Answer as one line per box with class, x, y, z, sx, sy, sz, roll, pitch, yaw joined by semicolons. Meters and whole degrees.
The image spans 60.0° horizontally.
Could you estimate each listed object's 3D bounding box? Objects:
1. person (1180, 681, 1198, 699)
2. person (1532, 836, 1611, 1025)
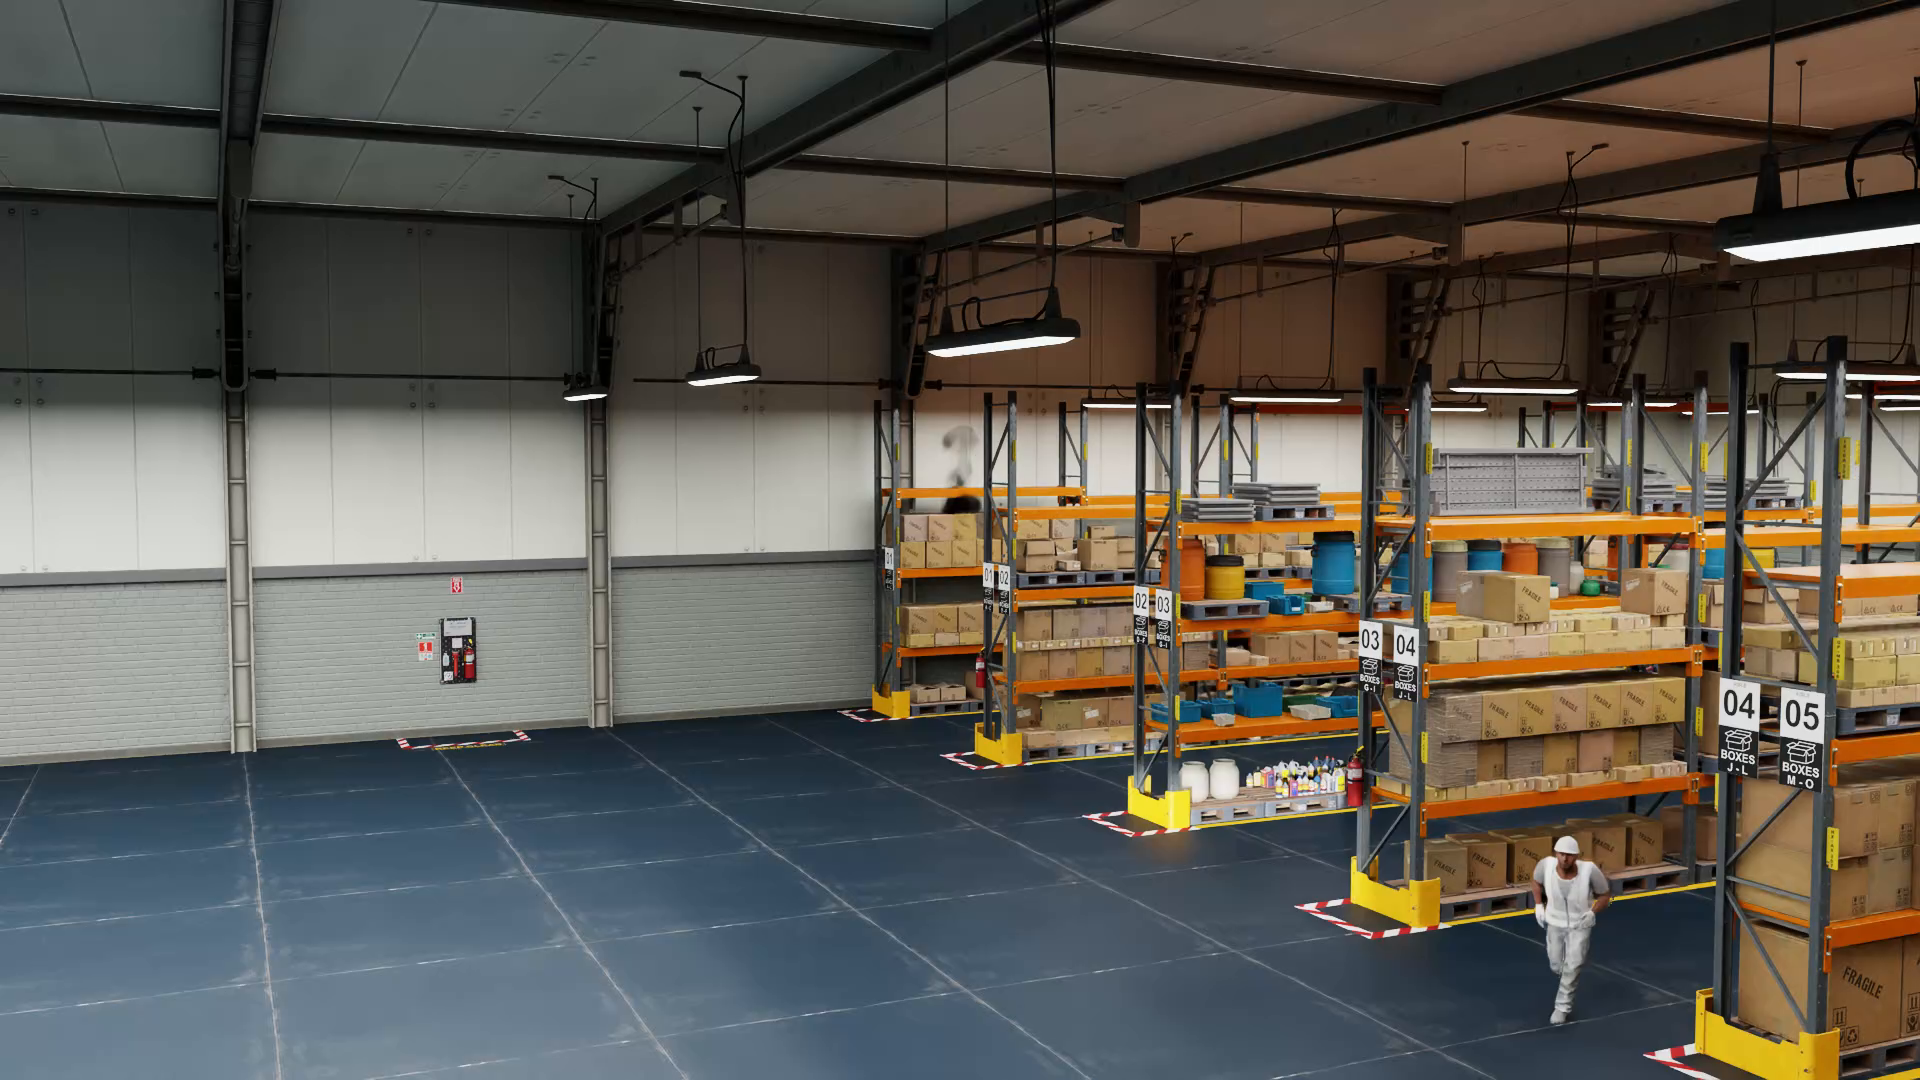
person;4.297;2.501;30.756;0.893;1.760;0.651;-2;4;-30
person;5.492;3.460;14.955;0.680;1.713;0.851;2;4;26
